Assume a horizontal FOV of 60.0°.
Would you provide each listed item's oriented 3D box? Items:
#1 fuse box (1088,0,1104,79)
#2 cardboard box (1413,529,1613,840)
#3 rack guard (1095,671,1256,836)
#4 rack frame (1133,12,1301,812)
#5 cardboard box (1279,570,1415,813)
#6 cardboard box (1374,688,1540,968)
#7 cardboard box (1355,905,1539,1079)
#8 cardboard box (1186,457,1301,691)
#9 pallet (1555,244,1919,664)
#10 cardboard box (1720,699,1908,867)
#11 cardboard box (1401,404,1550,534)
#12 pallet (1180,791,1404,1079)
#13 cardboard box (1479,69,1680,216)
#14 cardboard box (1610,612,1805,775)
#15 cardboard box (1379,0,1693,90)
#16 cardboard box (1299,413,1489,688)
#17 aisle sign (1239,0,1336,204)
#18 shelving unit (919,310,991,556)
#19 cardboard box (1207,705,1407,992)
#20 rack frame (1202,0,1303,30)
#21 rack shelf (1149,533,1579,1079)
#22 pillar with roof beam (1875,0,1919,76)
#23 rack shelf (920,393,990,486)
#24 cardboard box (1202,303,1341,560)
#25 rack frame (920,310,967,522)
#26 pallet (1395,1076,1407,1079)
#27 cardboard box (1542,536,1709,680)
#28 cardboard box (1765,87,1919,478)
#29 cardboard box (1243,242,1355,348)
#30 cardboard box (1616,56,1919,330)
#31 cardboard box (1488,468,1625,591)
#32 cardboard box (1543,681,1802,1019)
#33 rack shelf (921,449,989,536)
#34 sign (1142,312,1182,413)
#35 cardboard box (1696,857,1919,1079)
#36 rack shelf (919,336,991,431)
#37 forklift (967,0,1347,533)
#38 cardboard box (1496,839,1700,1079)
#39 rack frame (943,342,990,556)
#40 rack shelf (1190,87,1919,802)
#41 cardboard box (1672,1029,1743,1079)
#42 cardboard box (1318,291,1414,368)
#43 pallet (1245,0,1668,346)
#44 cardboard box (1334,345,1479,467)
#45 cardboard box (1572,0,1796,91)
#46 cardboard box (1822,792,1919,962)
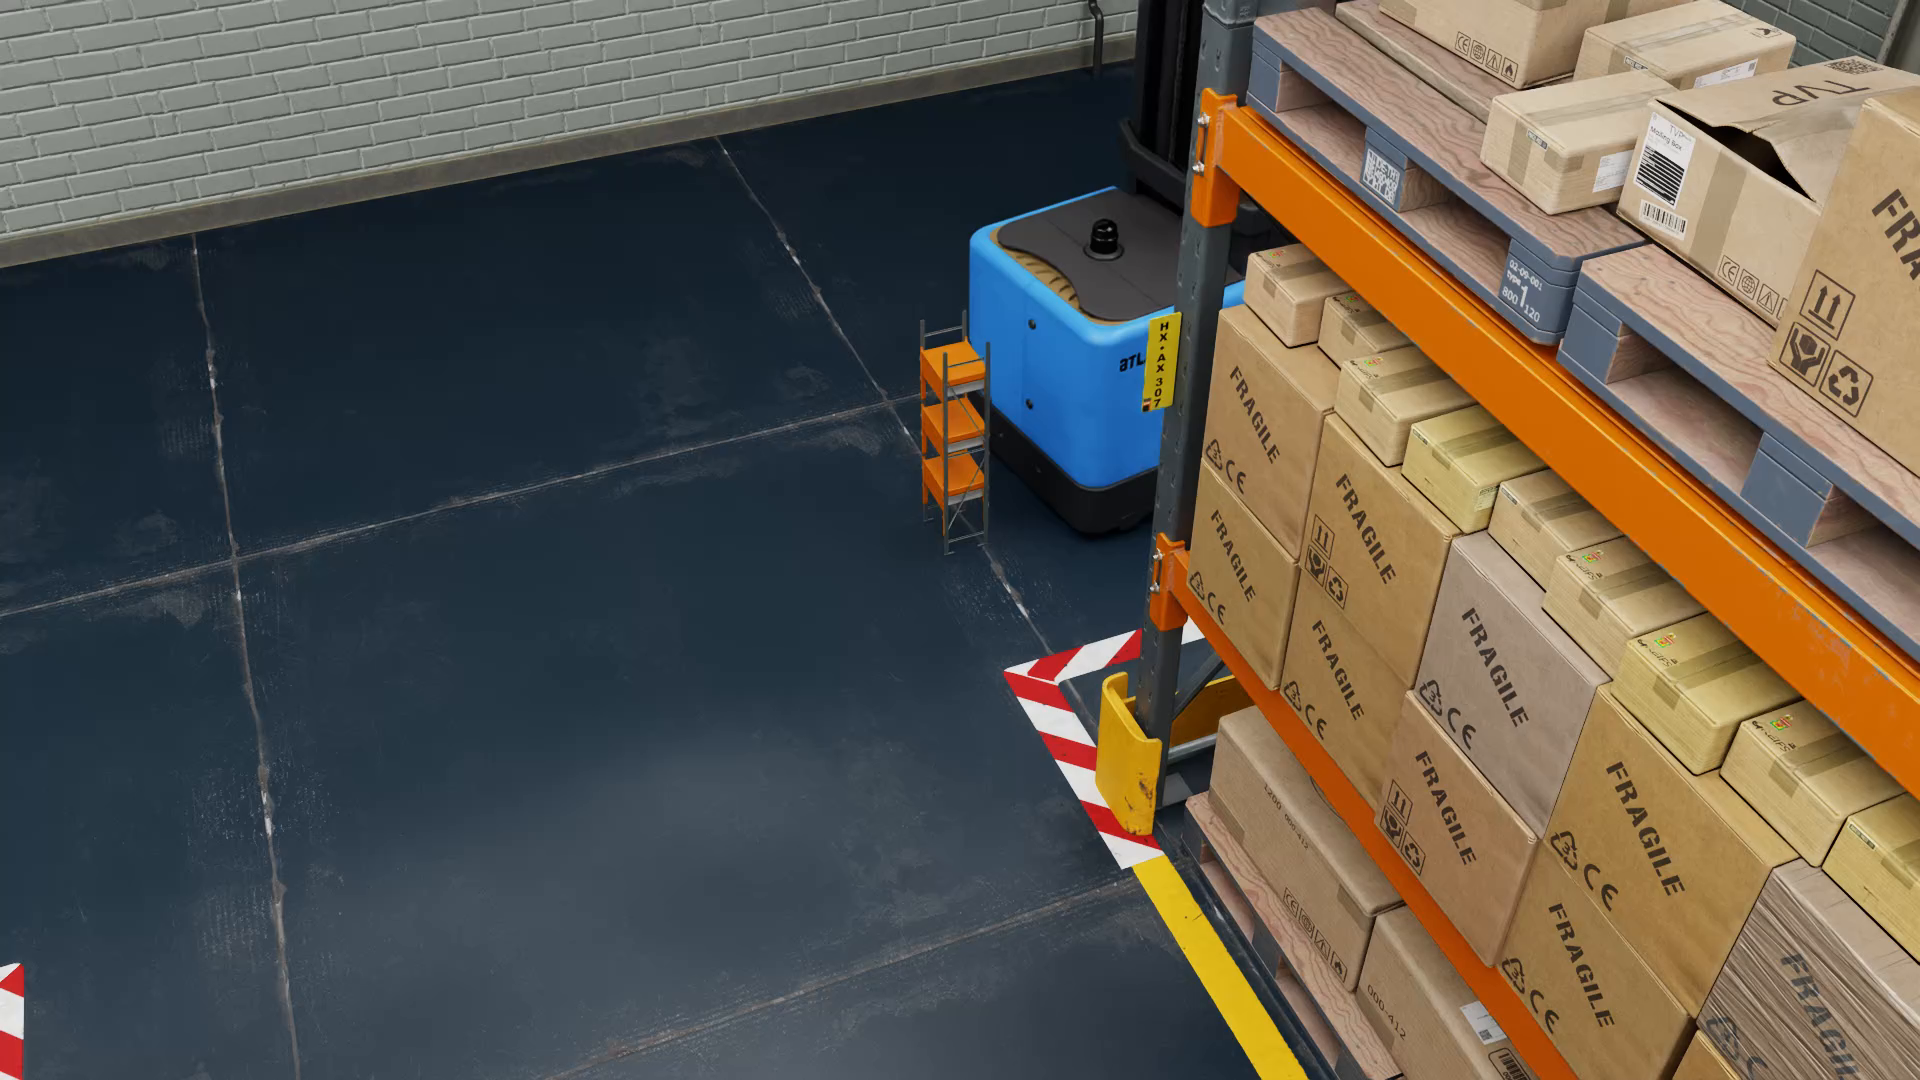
[{"bbox_3d":[0.916,-3.627,10.156,0.539,1.711,0.414,-15,43,-17],"label":"fuse box"},{"bbox_3d":[1.427,0.272,3.790,0.500,0.500,0.500,-15,43,-17],"label":"cardboard box"},{"bbox_3d":[1.089,0.645,6.117,1.175,0.500,0.348,-15,43,-17],"label":"rack guard"},{"bbox_3d":[1.098,-0.289,5.285,1.000,3.000,0.127,-15,43,-17],"label":"rack frame"},{"bbox_3d":[1.236,0.332,4.487,0.500,0.500,0.500,-16,43,-17],"label":"cardboard box"},{"bbox_3d":[1.414,0.643,4.125,0.500,0.500,0.500,-15,43,-17],"label":"cardboard box"},{"bbox_3d":[1.801,1.445,4.912,0.875,0.438,0.875,-14,43,-16],"label":"cardboard box"},{"bbox_3d":[1.017,0.034,4.833,0.500,0.500,0.500,-15,43,-17],"label":"cardboard box"},{"bbox_3d":[1.862,-0.212,2.964,1.003,0.211,1.213,-15,43,-17],"label":"pallet"},{"bbox_3d":[1.678,0.422,3.118,0.380,0.149,0.250,-15,43,-17],"label":"cardboard box"},{"bbox_3d":[1.255,-0.190,3.829,0.380,0.149,0.250,-16,43,-18],"label":"cardboard box"},{"bbox_3d":[1.477,1.231,5.657,1.003,0.211,1.213,-15,43,-17],"label":"pallet"},{"bbox_3d":[1.302,-0.815,3.391,0.380,0.149,0.250,-14,43,-15],"label":"cardboard box"},{"bbox_3d":[1.533,0.276,3.288,0.380,0.149,0.250,-16,43,-18],"label":"cardboard box"},{"bbox_3d":[1.354,-1.318,3.897,0.500,0.250,0.500,-19,44,-21],"label":"cardboard box"},{"bbox_3d":[1.223,-0.036,4.148,0.500,0.500,0.500,-16,43,-18],"label":"cardboard box"},{"bbox_3d":[0.803,-1.245,4.404,0.394,0.787,0.004,-15,43,-17],"label":"aisle sign"},{"bbox_3d":[-0.020,-0.430,6.945,0.215,1.050,0.252,-15,43,-17],"label":"shelving unit"},{"bbox_3d":[1.443,0.896,5.550,0.875,0.438,0.875,-17,43,-18],"label":"cardboard box"},{"bbox_3d":[1.098,-2.563,3.329,1.000,3.000,0.127,-15,43,-17],"label":"rack frame"},{"bbox_3d":[1.864,1.189,4.119,1.077,0.370,4.000,-15,43,-17],"label":"rack shelf"},{"bbox_3d":[1.507,-4.579,5.673,9.100,9.000,0.400,-15,43,-17],"label":"pillar with roof beam"},{"bbox_3d":[-0.020,-0.422,6.952,0.215,0.259,0.240,-15,43,-17],"label":"rack shelf"},{"bbox_3d":[1.019,-0.346,4.508,0.500,0.500,0.500,-16,43,-18],"label":"cardboard box"},{"bbox_3d":[-0.067,-0.504,7.031,0.200,1.050,0.008,-15,43,-17],"label":"rack frame"},{"bbox_3d":[1.939,1.964,4.804,1.003,0.211,1.213,-15,43,-17],"label":"pallet"},{"bbox_3d":[1.461,0.116,3.473,0.380,0.149,0.250,-15,43,-16],"label":"cardboard box"},{"bbox_3d":[1.731,-0.409,2.649,0.500,0.500,0.500,-14,43,-16],"label":"cardboard box"},{"bbox_3d":[0.978,-0.669,4.386,0.380,0.149,0.250,-14,43,-16],"label":"cardboard box"},{"bbox_3d":[1.625,-0.675,3.104,0.500,0.311,0.500,-14,43,-16],"label":"cardboard box"},{"bbox_3d":[1.405,-0.044,3.660,0.380,0.149,0.250,-15,43,-16],"label":"cardboard box"},{"bbox_3d":[1.619,0.572,3.440,0.500,0.500,0.500,-15,43,-17],"label":"cardboard box"},{"bbox_3d":[-0.020,-0.212,7.133,0.215,0.259,0.240,-15,43,-17],"label":"rack shelf"},{"bbox_3d":[0.583,-0.512,4.820,0.100,0.325,0.005,-15,43,-17],"label":"sign"},{"bbox_3d":[1.803,0.876,3.087,0.500,0.500,0.500,-15,43,-16],"label":"cardboard box"},{"bbox_3d":[-0.020,-0.637,6.767,0.215,0.259,0.240,-15,43,-17],"label":"rack shelf"},{"bbox_3d":[1.550,-1.870,7.176,3.031,2.935,1.130,-22,45,-24],"label":"forklift"},{"bbox_3d":[1.621,0.940,3.779,0.500,0.500,0.500,-14,43,-15],"label":"cardboard box"},{"bbox_3d":[0.026,-0.357,6.860,0.200,1.050,0.008,-15,43,-17],"label":"rack frame"},{"bbox_3d":[1.864,0.051,3.141,1.077,0.370,4.000,-15,43,-17],"label":"rack shelf"},{"bbox_3d":[1.807,1.259,3.408,0.500,0.500,0.500,-16,43,-17],"label":"cardboard box"},{"bbox_3d":[1.144,-0.529,4.223,0.380,0.149,0.250,-14,43,-16],"label":"cardboard box"},{"bbox_3d":[1.392,-0.948,3.819,1.003,0.211,1.213,-15,43,-17],"label":"pallet"},{"bbox_3d":[1.138,-0.344,4.008,0.380,0.149,0.250,-14,43,-16],"label":"cardboard box"},{"bbox_3d":[1.588,-1.047,3.660,0.380,0.149,0.250,-18,44,-20],"label":"cardboard box"},{"bbox_3d":[1.786,0.566,2.950,0.380,0.149,0.250,-16,43,-18],"label":"cardboard box"}]
